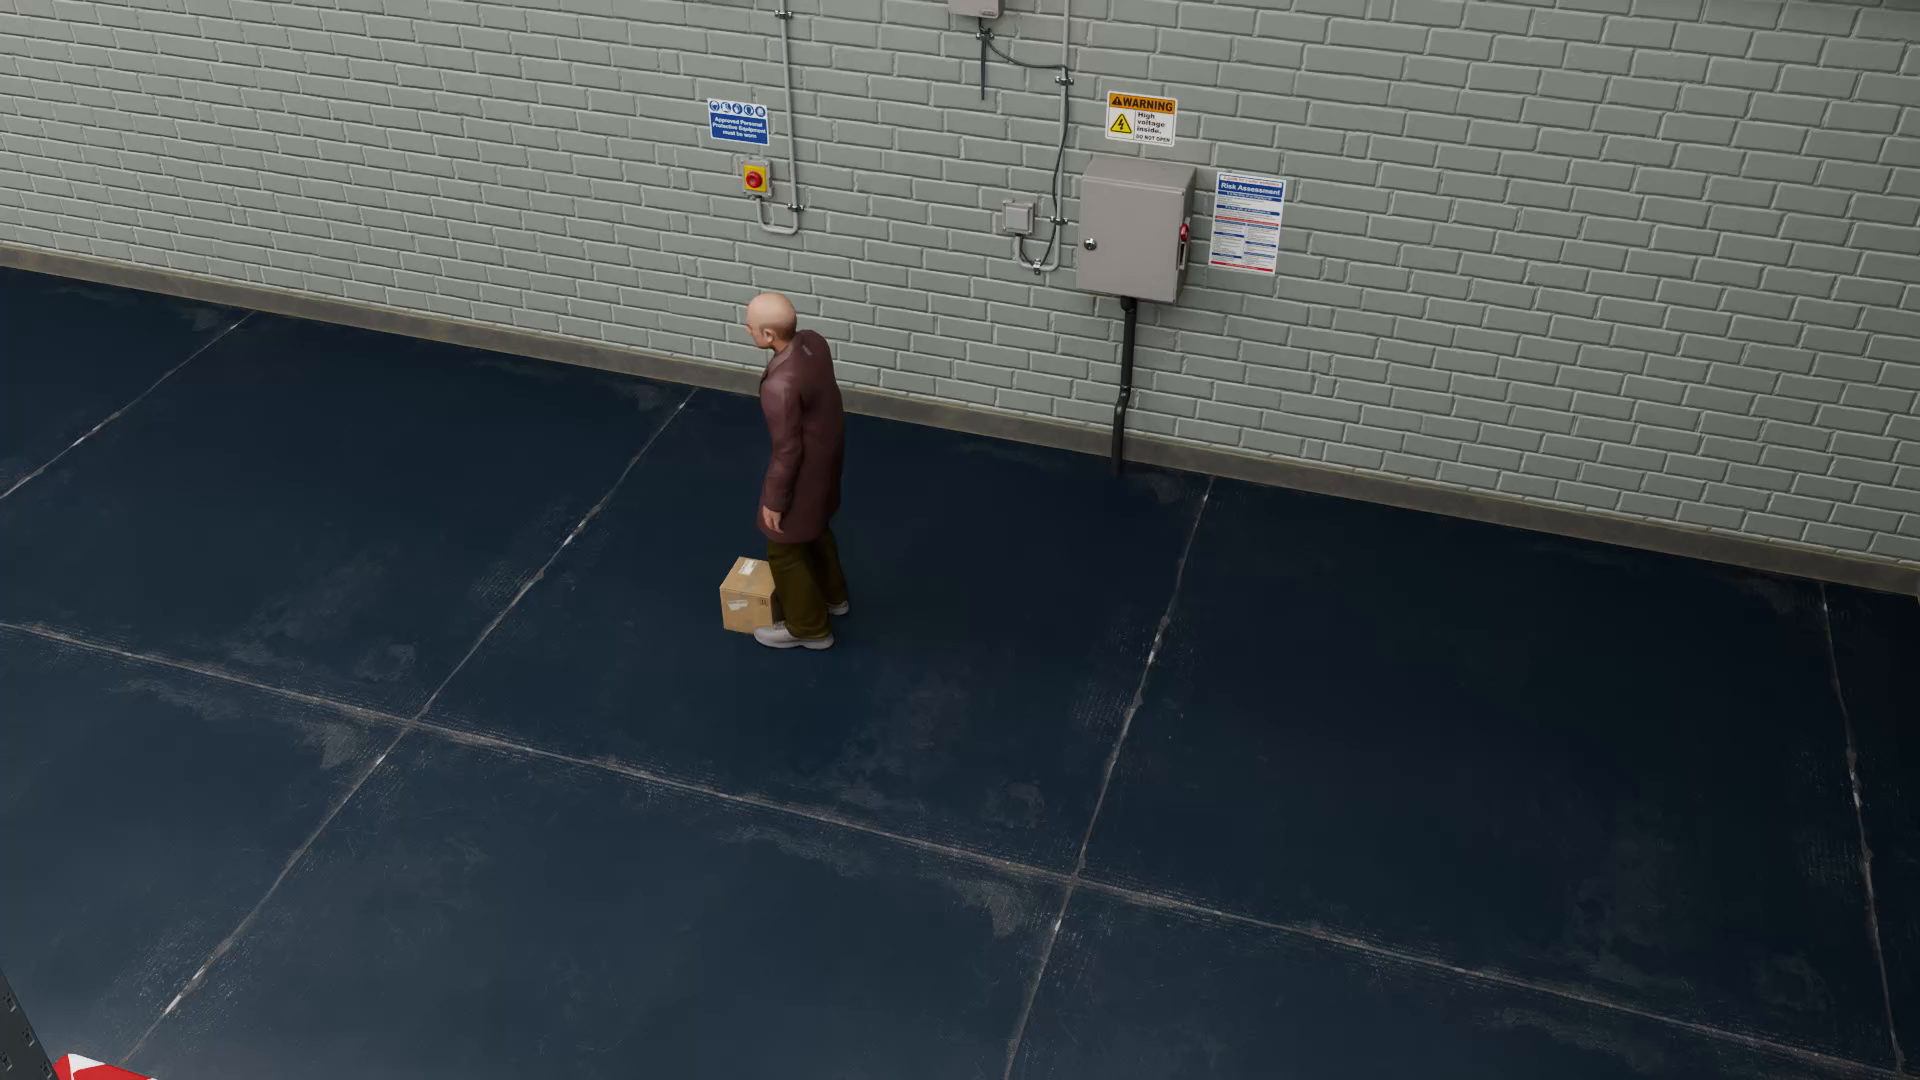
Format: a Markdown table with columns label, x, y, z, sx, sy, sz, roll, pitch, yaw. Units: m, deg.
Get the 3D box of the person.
| label | x | y | z | sx | sy | sz | roll | pitch | yaw |
| --- | --- | --- | --- | --- | --- | --- | --- | --- | --- |
| person | -0.720 | -0.295 | 7.305 | 0.429 | 1.772 | 0.647 | 8 | 37 | 11 |
